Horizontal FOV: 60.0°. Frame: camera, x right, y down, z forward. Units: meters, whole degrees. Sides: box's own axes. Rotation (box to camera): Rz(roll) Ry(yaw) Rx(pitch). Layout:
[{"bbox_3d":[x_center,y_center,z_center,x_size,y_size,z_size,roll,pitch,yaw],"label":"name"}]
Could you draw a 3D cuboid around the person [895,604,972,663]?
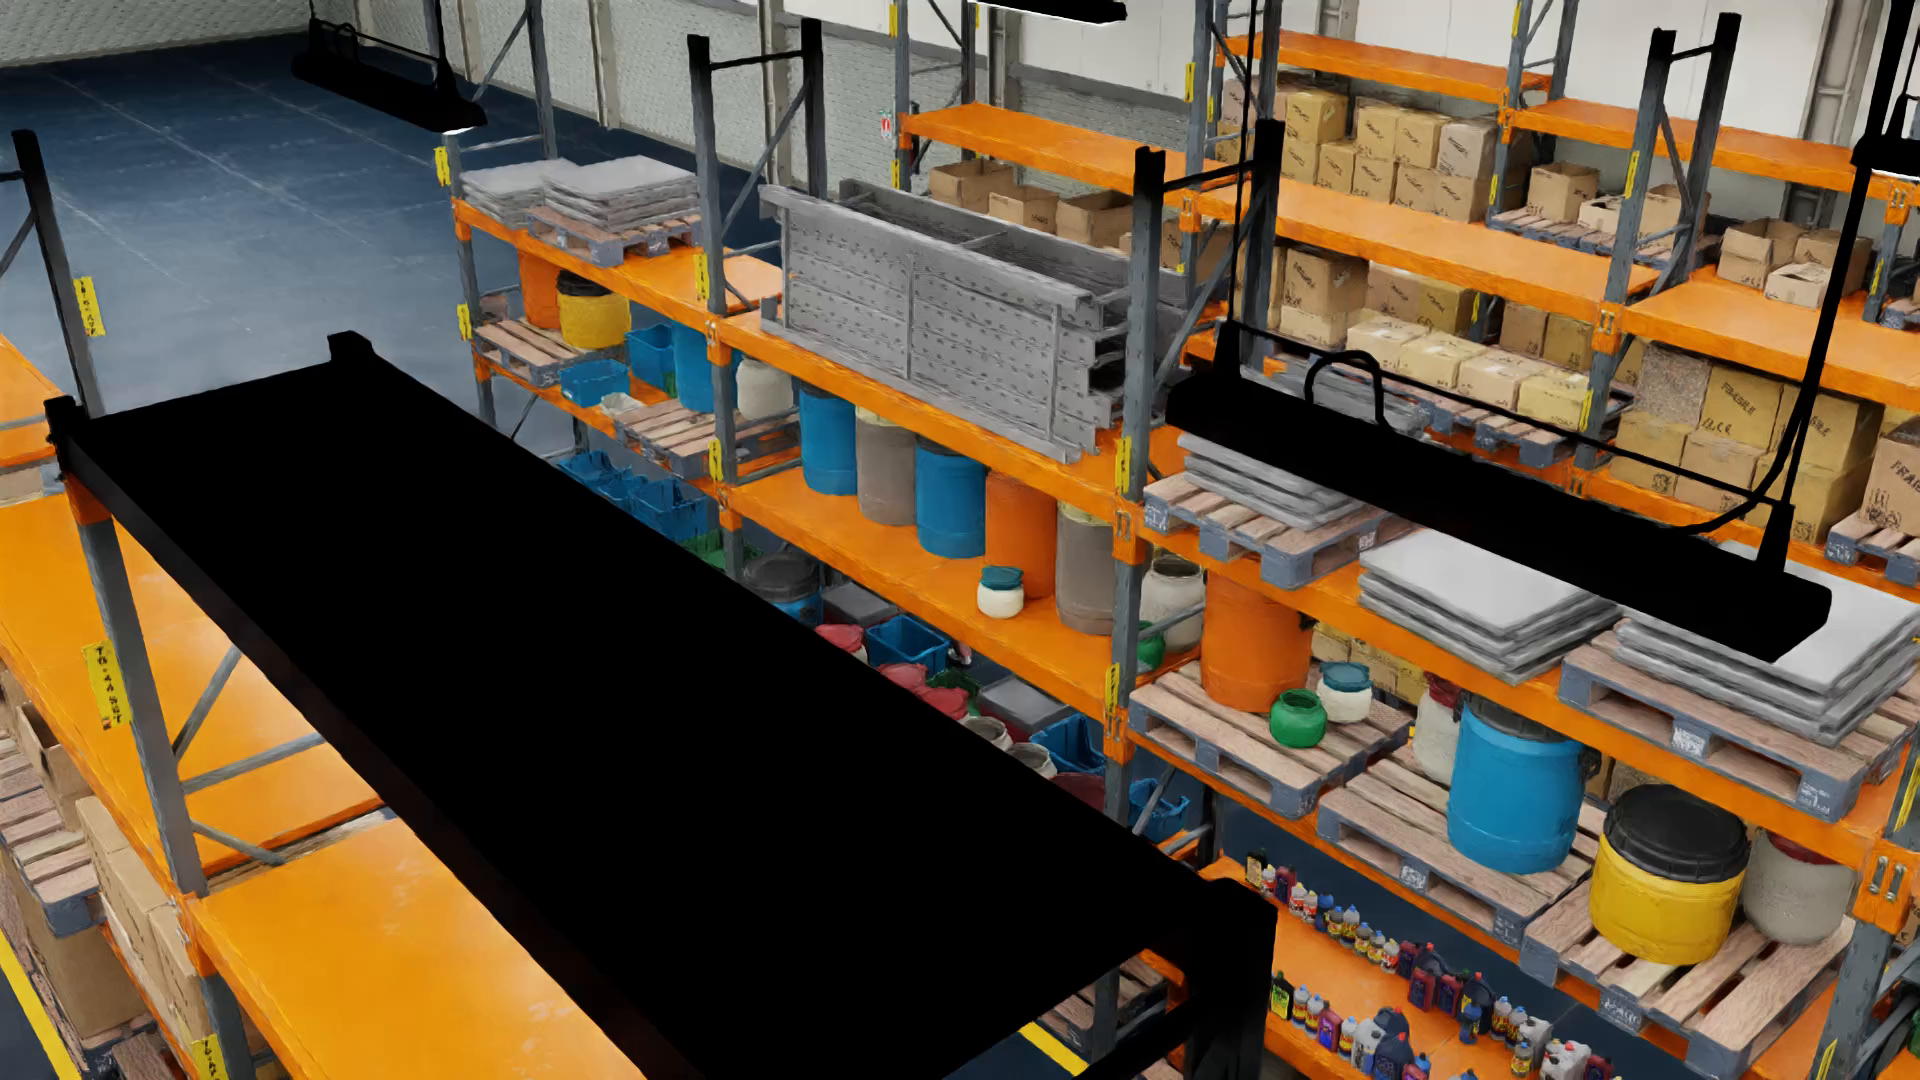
[{"bbox_3d":[-0.318,0.288,15.218,0.449,1.586,1.115,-23,35,-38],"label":"person"}]
